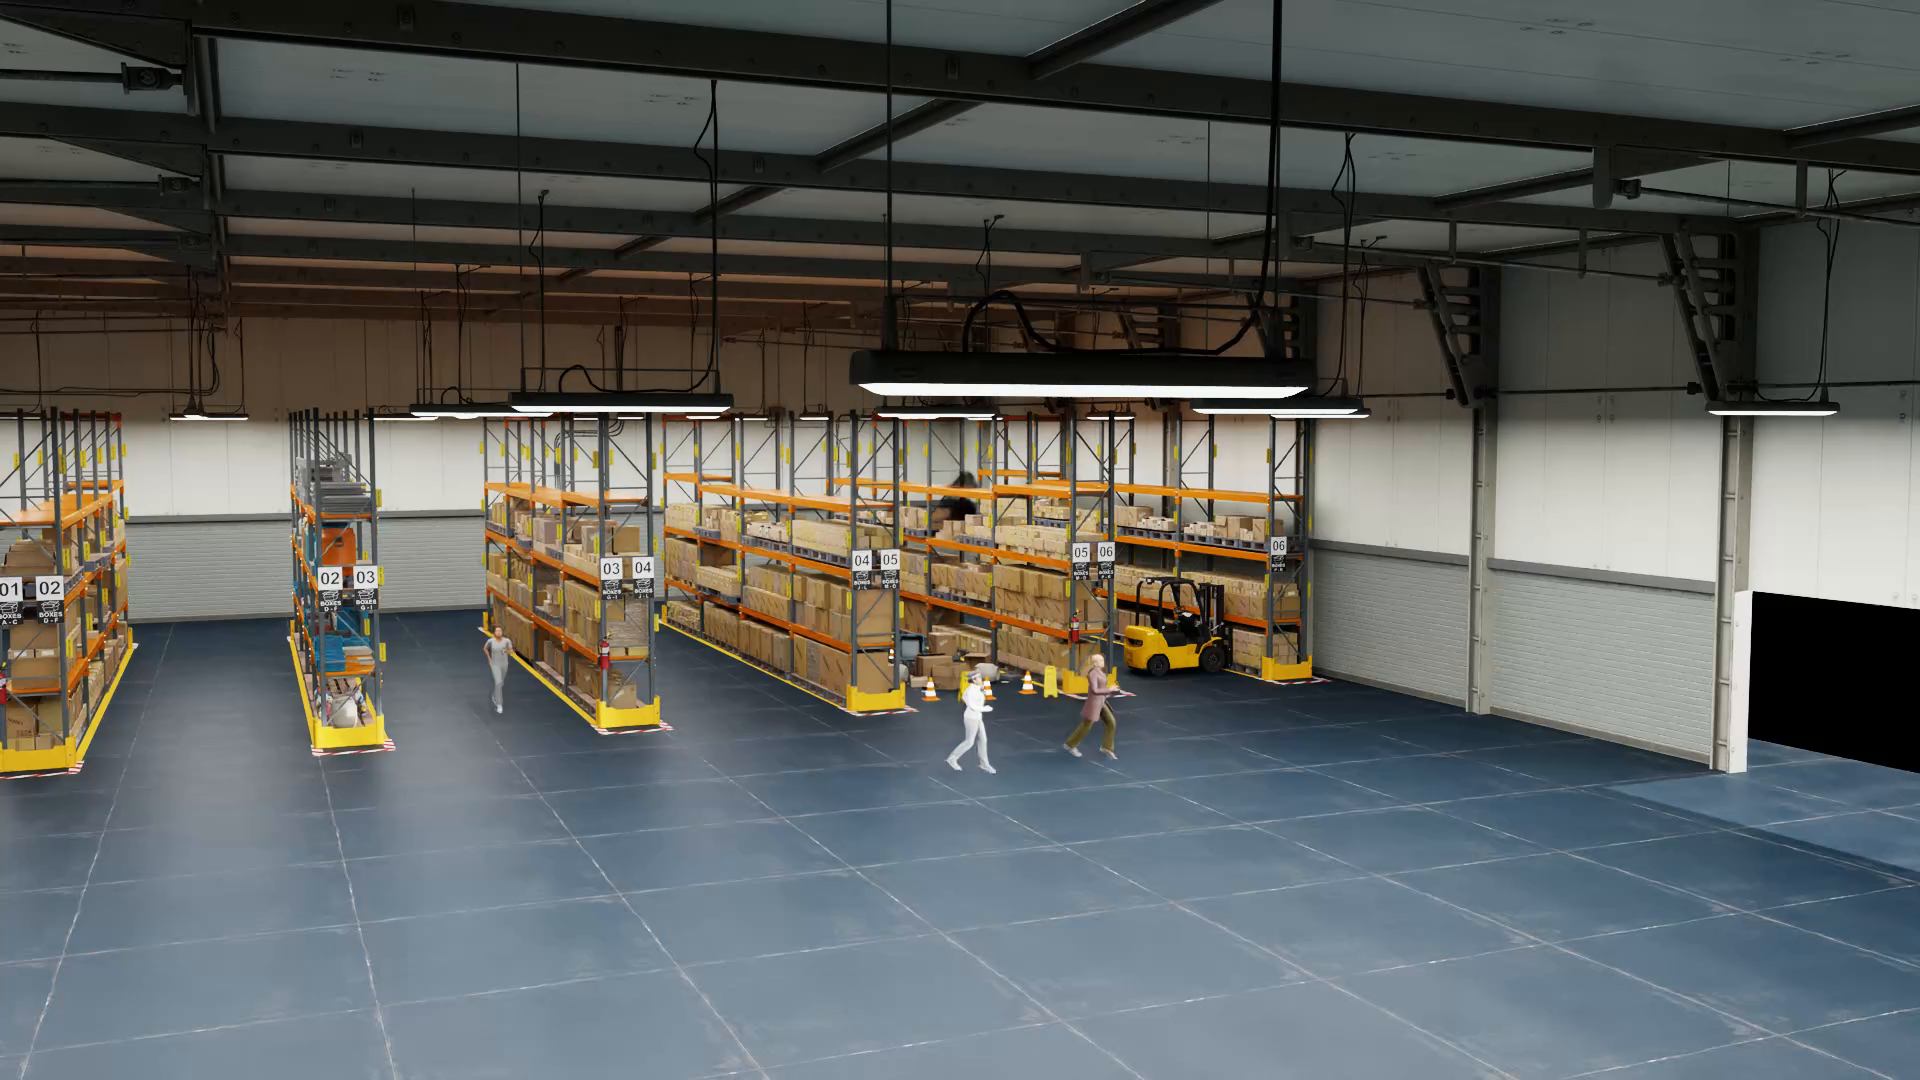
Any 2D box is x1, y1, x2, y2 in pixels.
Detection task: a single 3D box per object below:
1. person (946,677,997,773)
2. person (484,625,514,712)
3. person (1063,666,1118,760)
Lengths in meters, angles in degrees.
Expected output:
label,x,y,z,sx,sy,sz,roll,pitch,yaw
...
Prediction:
label,x,y,z,sx,sy,sz,roll,pitch,yaw
person,0.193,2.986,27.258,0.818,1.688,0.630,1,4,9
person,-9.224,2.561,33.335,0.541,1.725,0.793,-2,5,-29
person,2.239,2.951,28.383,0.916,1.635,0.731,2,4,24
